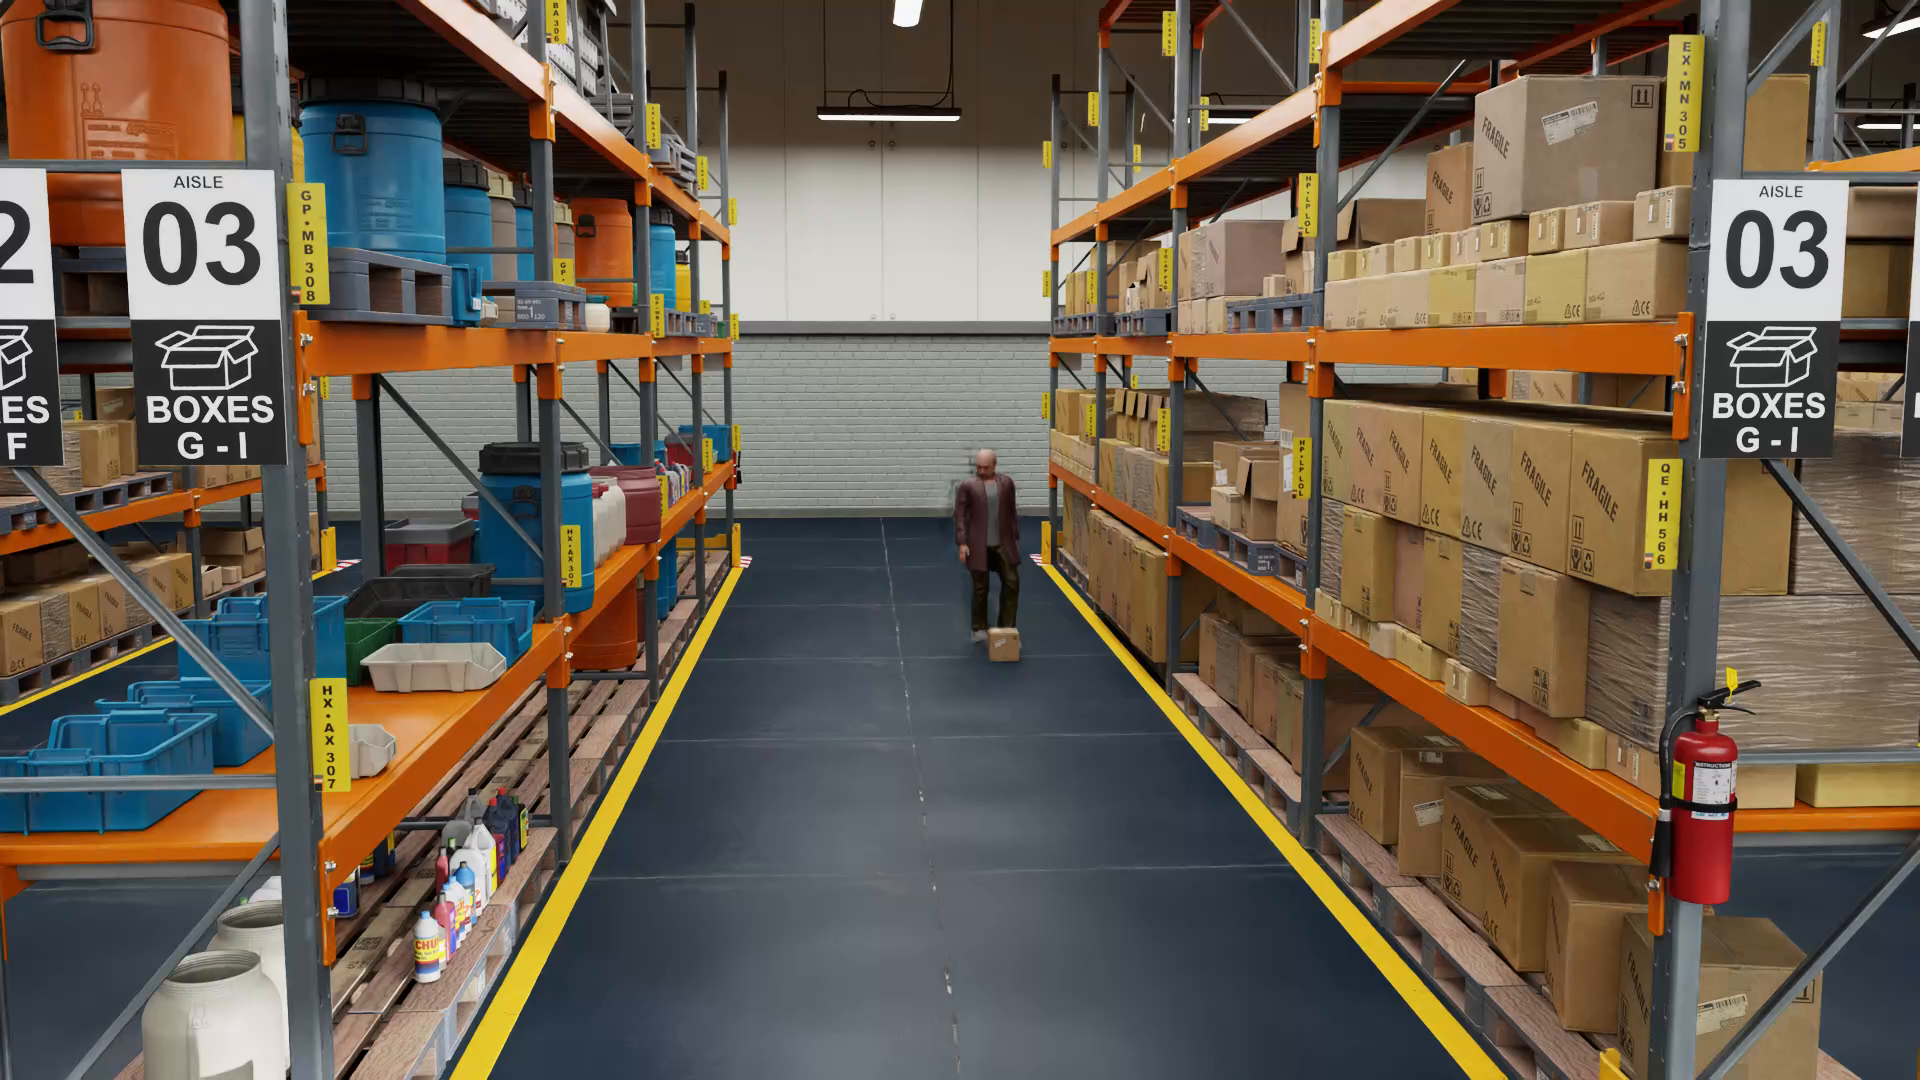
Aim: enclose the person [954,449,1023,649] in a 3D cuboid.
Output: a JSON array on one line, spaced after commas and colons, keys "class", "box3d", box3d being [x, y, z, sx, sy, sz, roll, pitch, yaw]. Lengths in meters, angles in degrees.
[{"class": "person", "box3d": [0.278, 0.086, 15.117, 0.625, 1.821, 0.540, -2, 7, -13]}]
